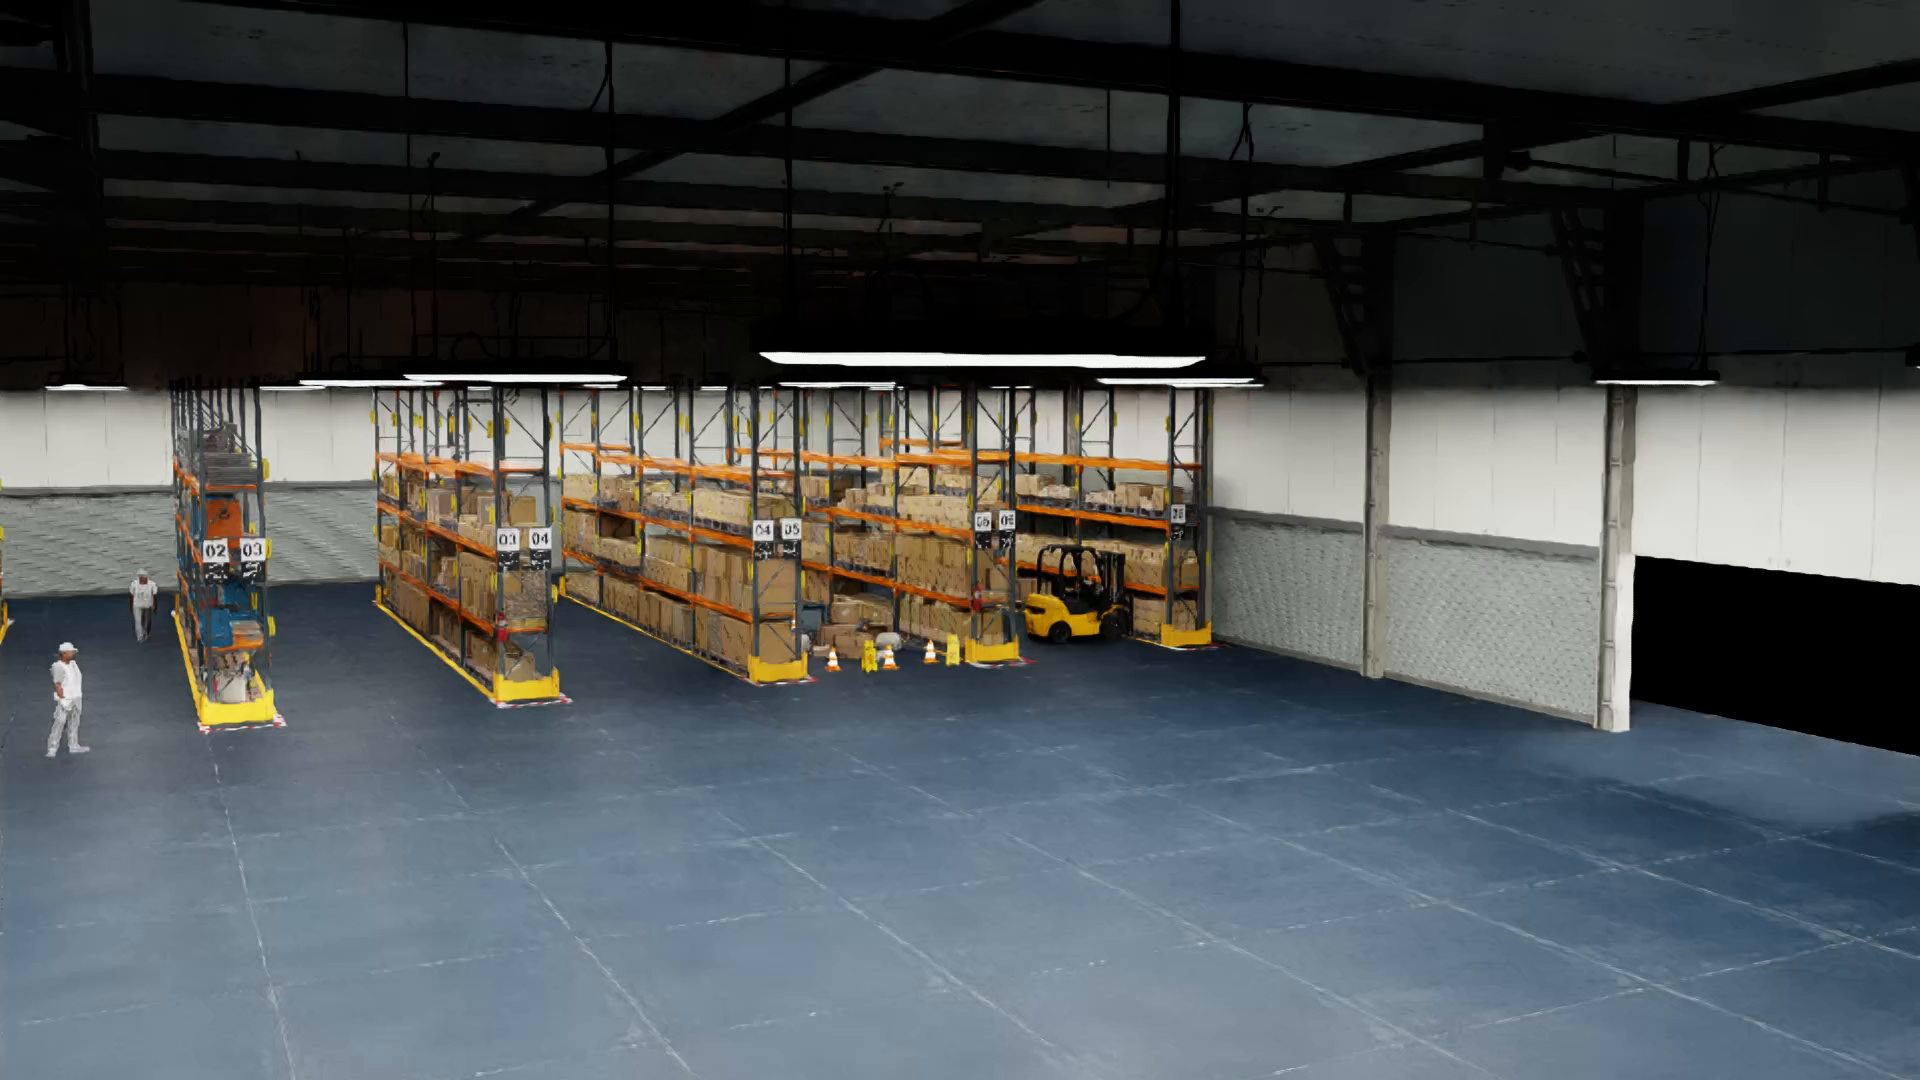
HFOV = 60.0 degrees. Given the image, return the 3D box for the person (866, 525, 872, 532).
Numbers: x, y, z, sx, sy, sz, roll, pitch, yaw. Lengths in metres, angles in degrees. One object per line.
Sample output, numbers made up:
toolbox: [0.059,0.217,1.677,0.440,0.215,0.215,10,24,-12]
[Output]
person: [-2.833,0.395,50.374,0.682,1.715,0.536,-3,6,-28]

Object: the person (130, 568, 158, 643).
person: [-18.685,1.479,38.087,0.577,1.687,1.115,-3,6,-28]

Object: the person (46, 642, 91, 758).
person: [-14.100,2.507,26.172,0.461,1.786,0.698,0,5,3]
